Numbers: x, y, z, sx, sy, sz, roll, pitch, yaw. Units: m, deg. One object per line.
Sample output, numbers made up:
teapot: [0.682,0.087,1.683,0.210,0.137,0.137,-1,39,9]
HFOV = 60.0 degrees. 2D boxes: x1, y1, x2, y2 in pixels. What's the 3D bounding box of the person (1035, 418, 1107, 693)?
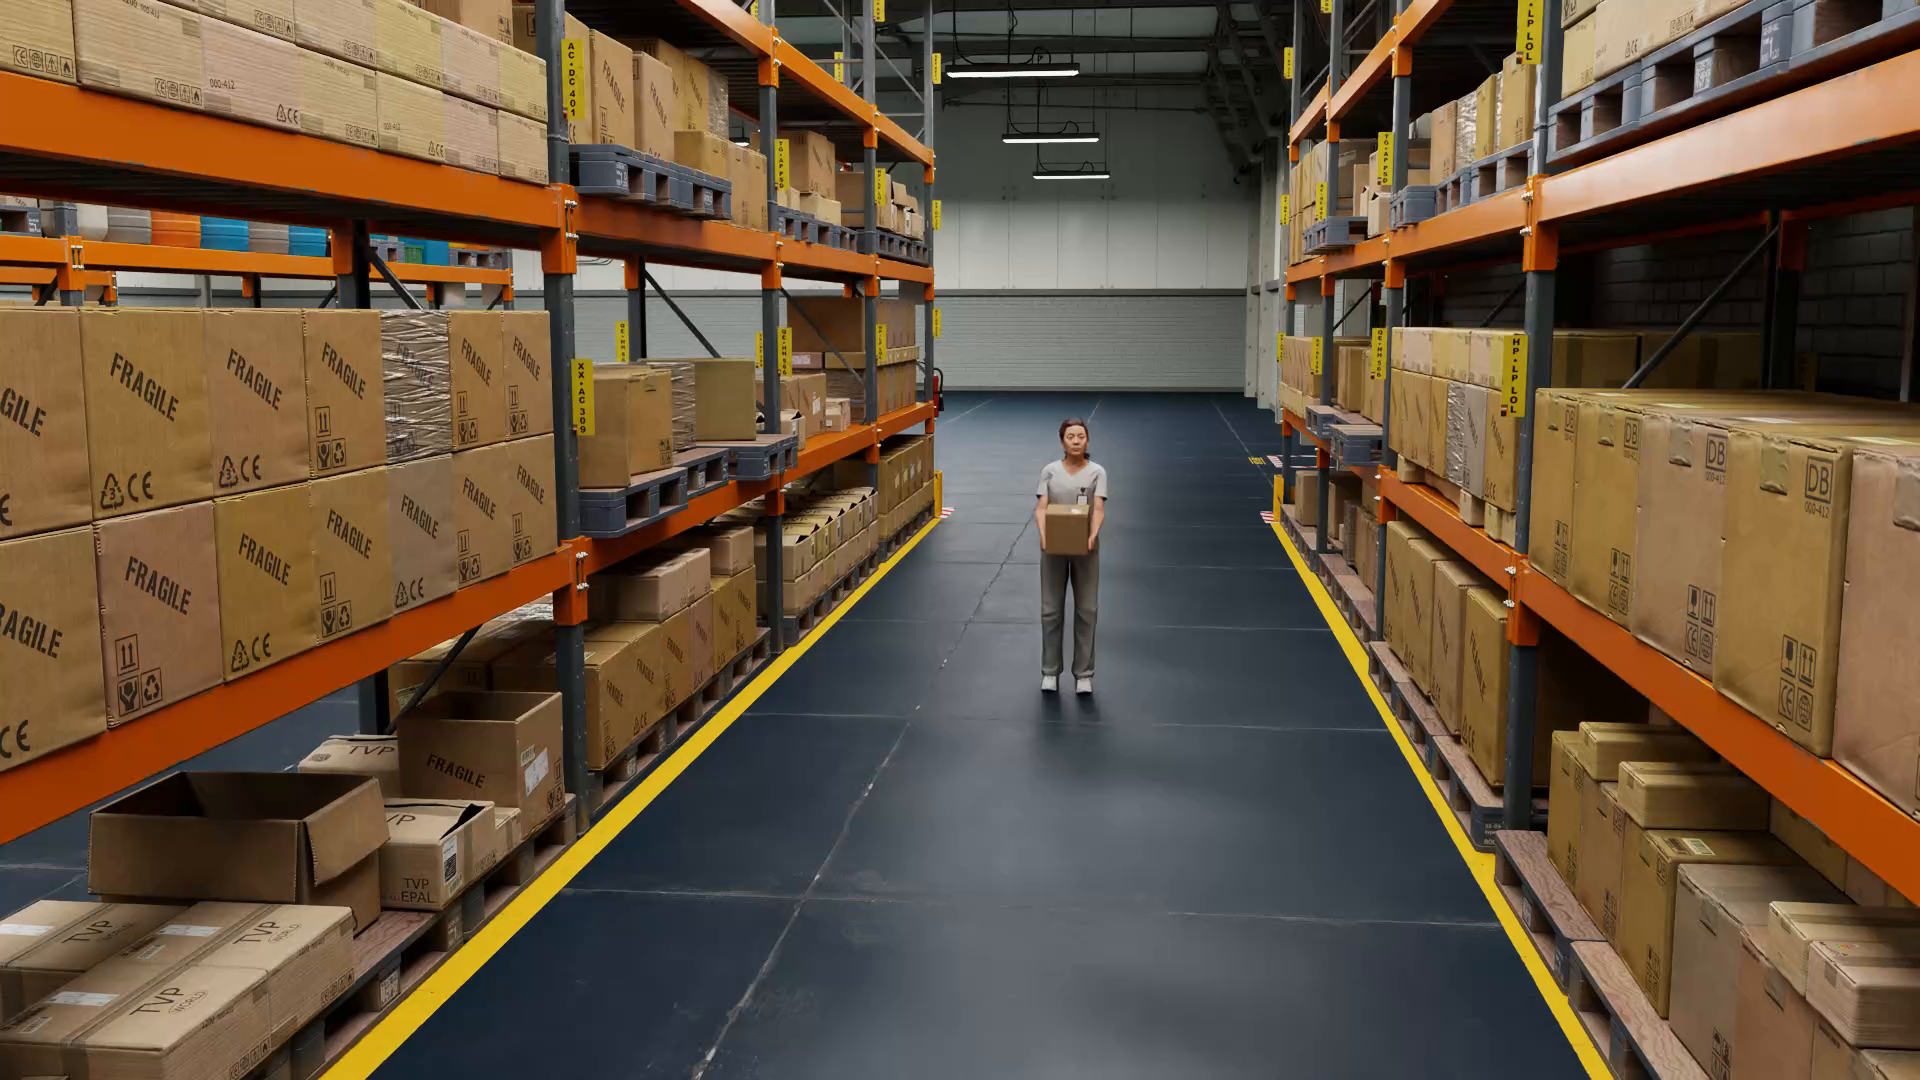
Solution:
person: [0.673,0.096,10.142,0.436,1.663,0.554,1,8,7]
